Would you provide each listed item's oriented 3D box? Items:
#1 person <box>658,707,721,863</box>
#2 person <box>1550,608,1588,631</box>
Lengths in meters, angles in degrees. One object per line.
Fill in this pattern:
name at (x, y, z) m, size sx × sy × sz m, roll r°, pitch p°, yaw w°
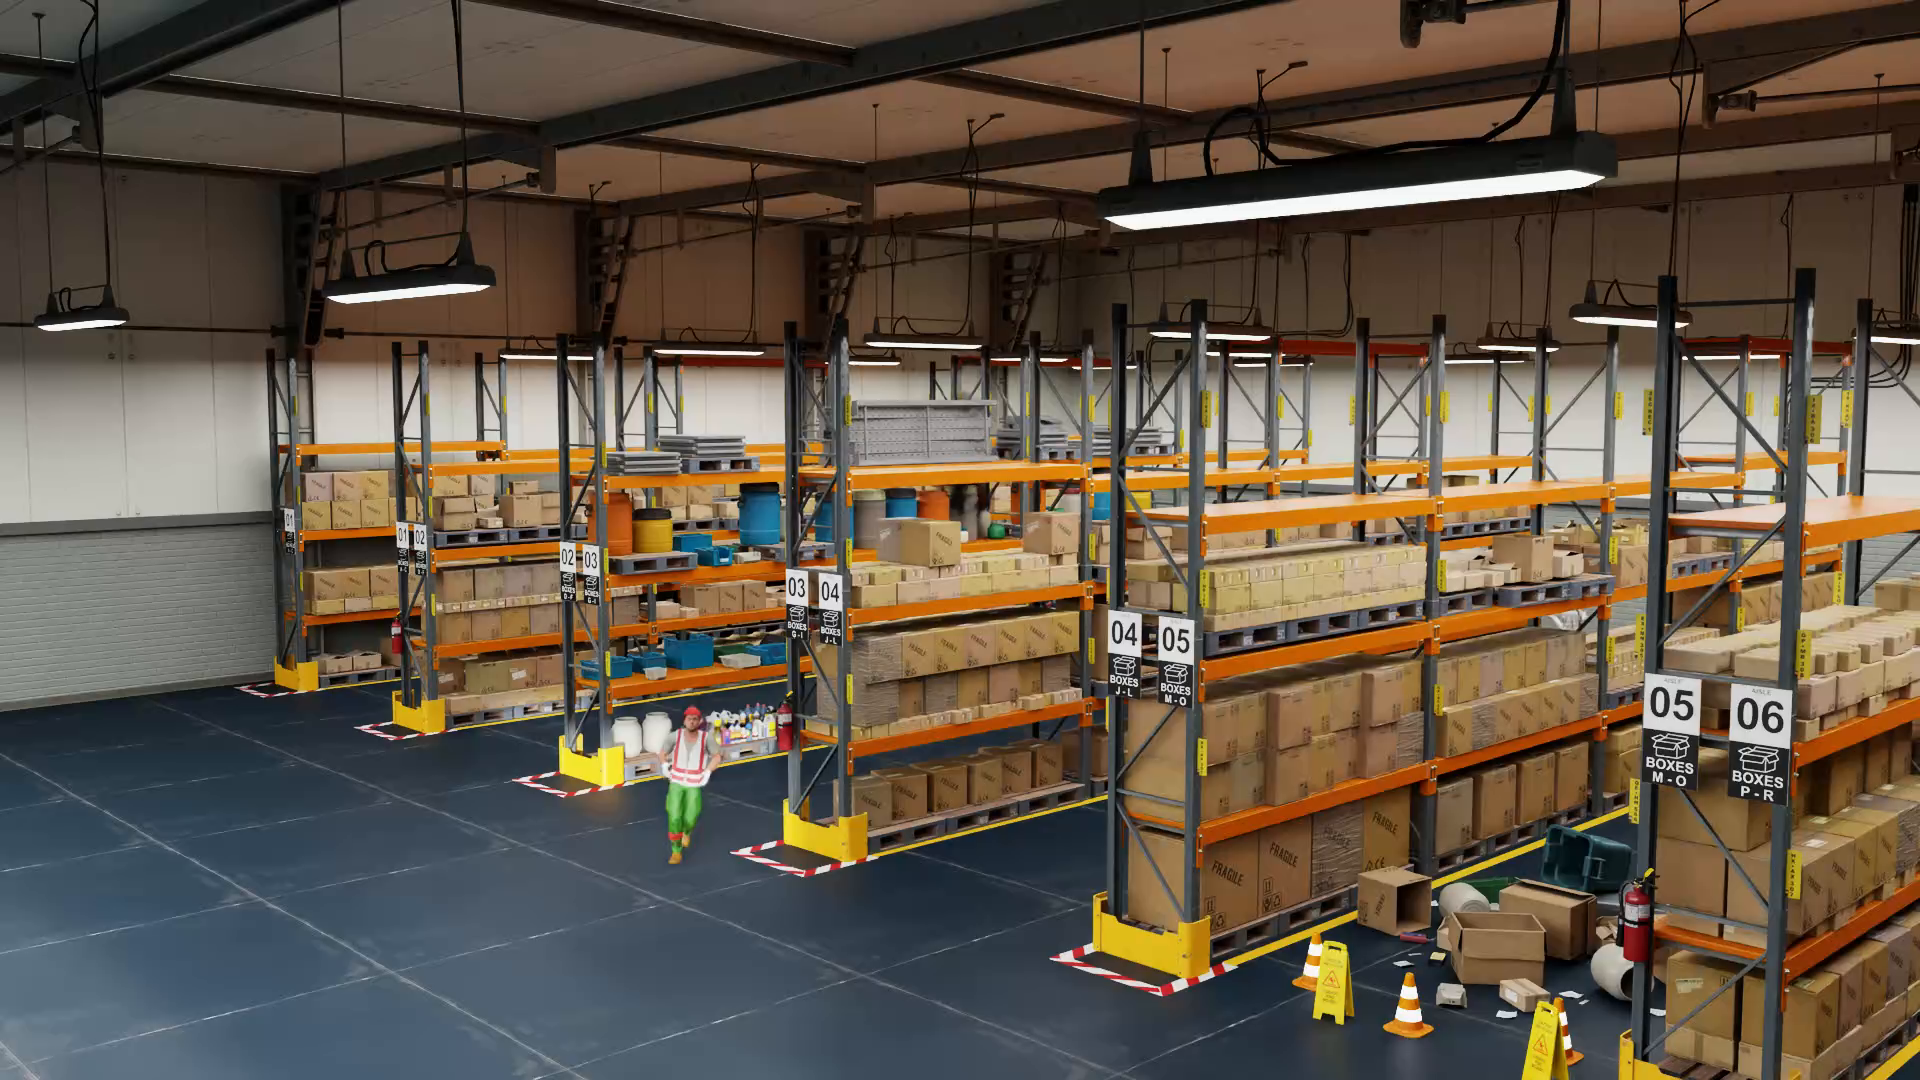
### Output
person at (-3.021, 2.708, 18.535) m, size 0.686 × 1.728 × 0.646 m, roll 0°, pitch 5°, yaw -2°
person at (11.116, 1.711, 30.322) m, size 0.612 × 1.753 × 0.702 m, roll 0°, pitch 5°, yaw 1°
